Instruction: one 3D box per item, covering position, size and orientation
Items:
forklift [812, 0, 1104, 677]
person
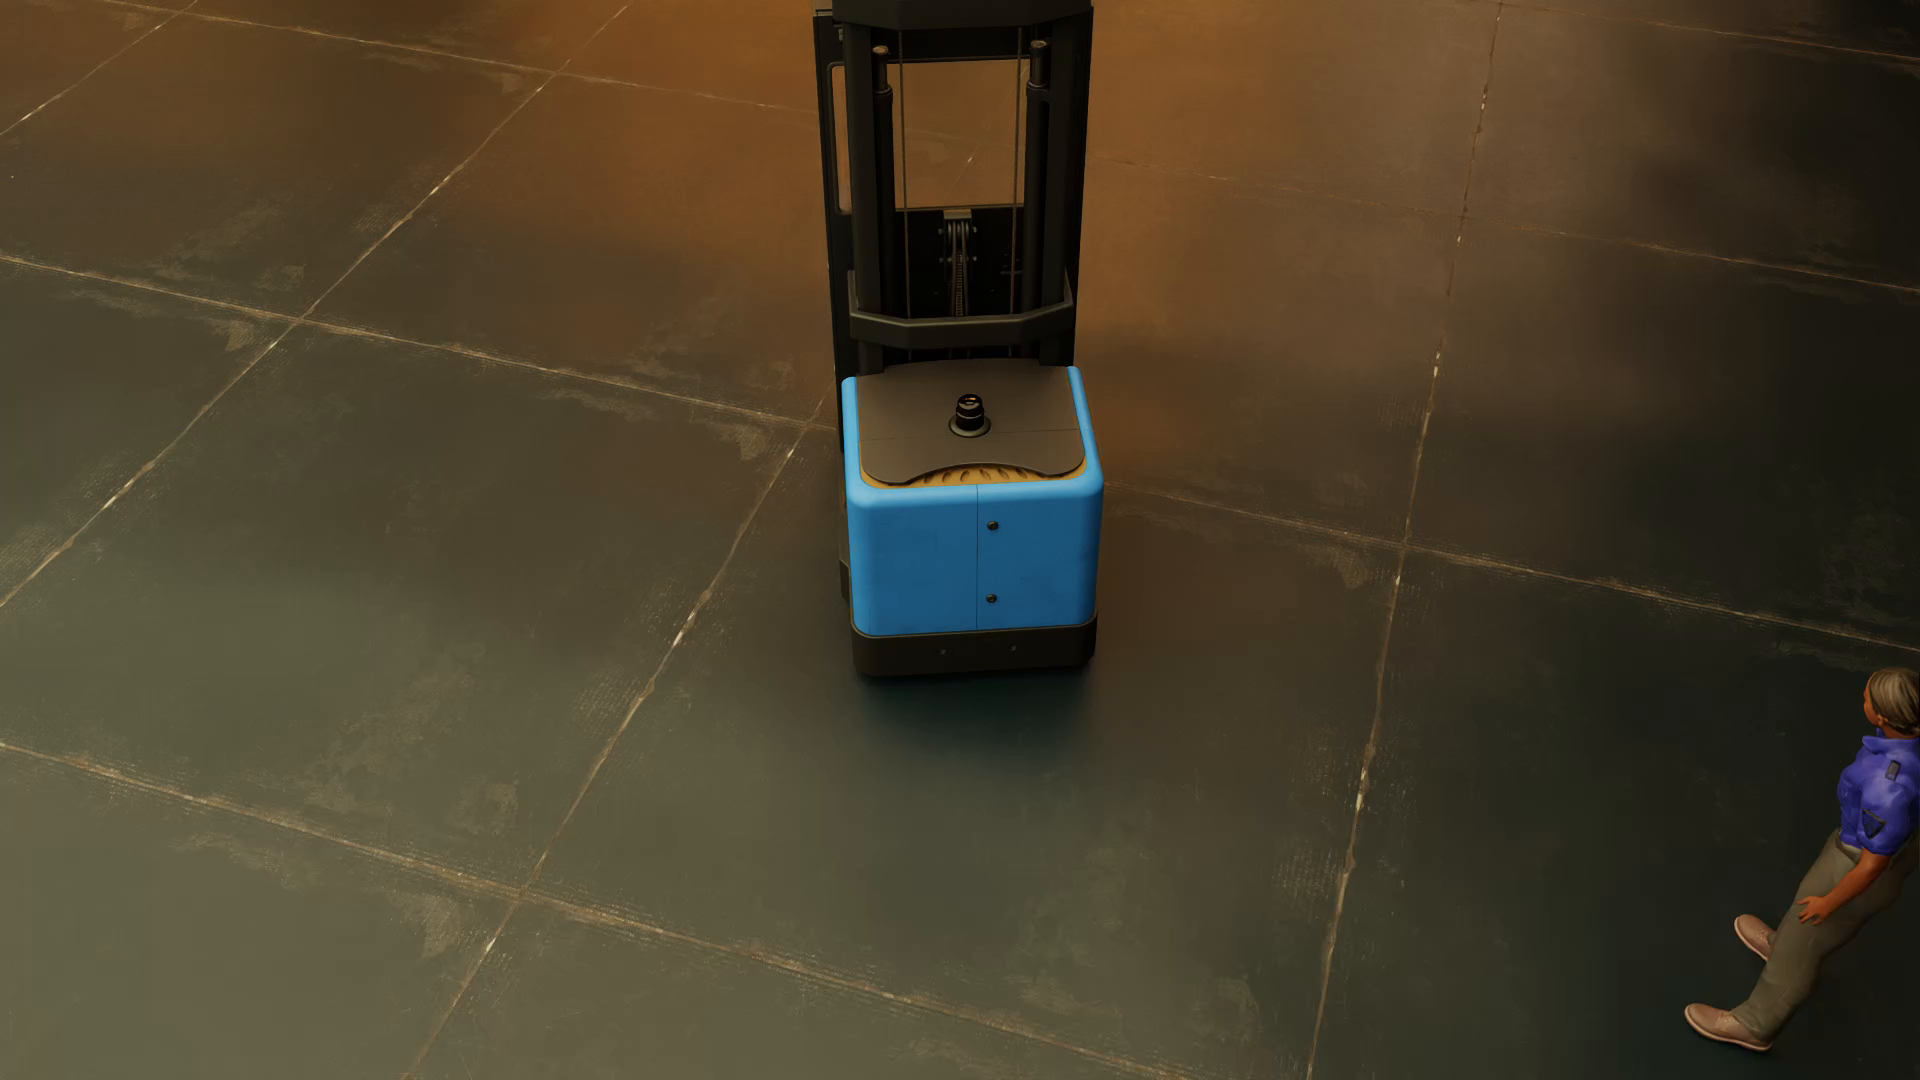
[{"bbox_3d":[-0.048,-1.486,7.287,1.130,2.935,3.031,-3,43,-3],"label":"forklift"},{"bbox_3d":[2.914,1.051,5.503,0.406,1.657,0.628,33,52,31],"label":"person"}]
